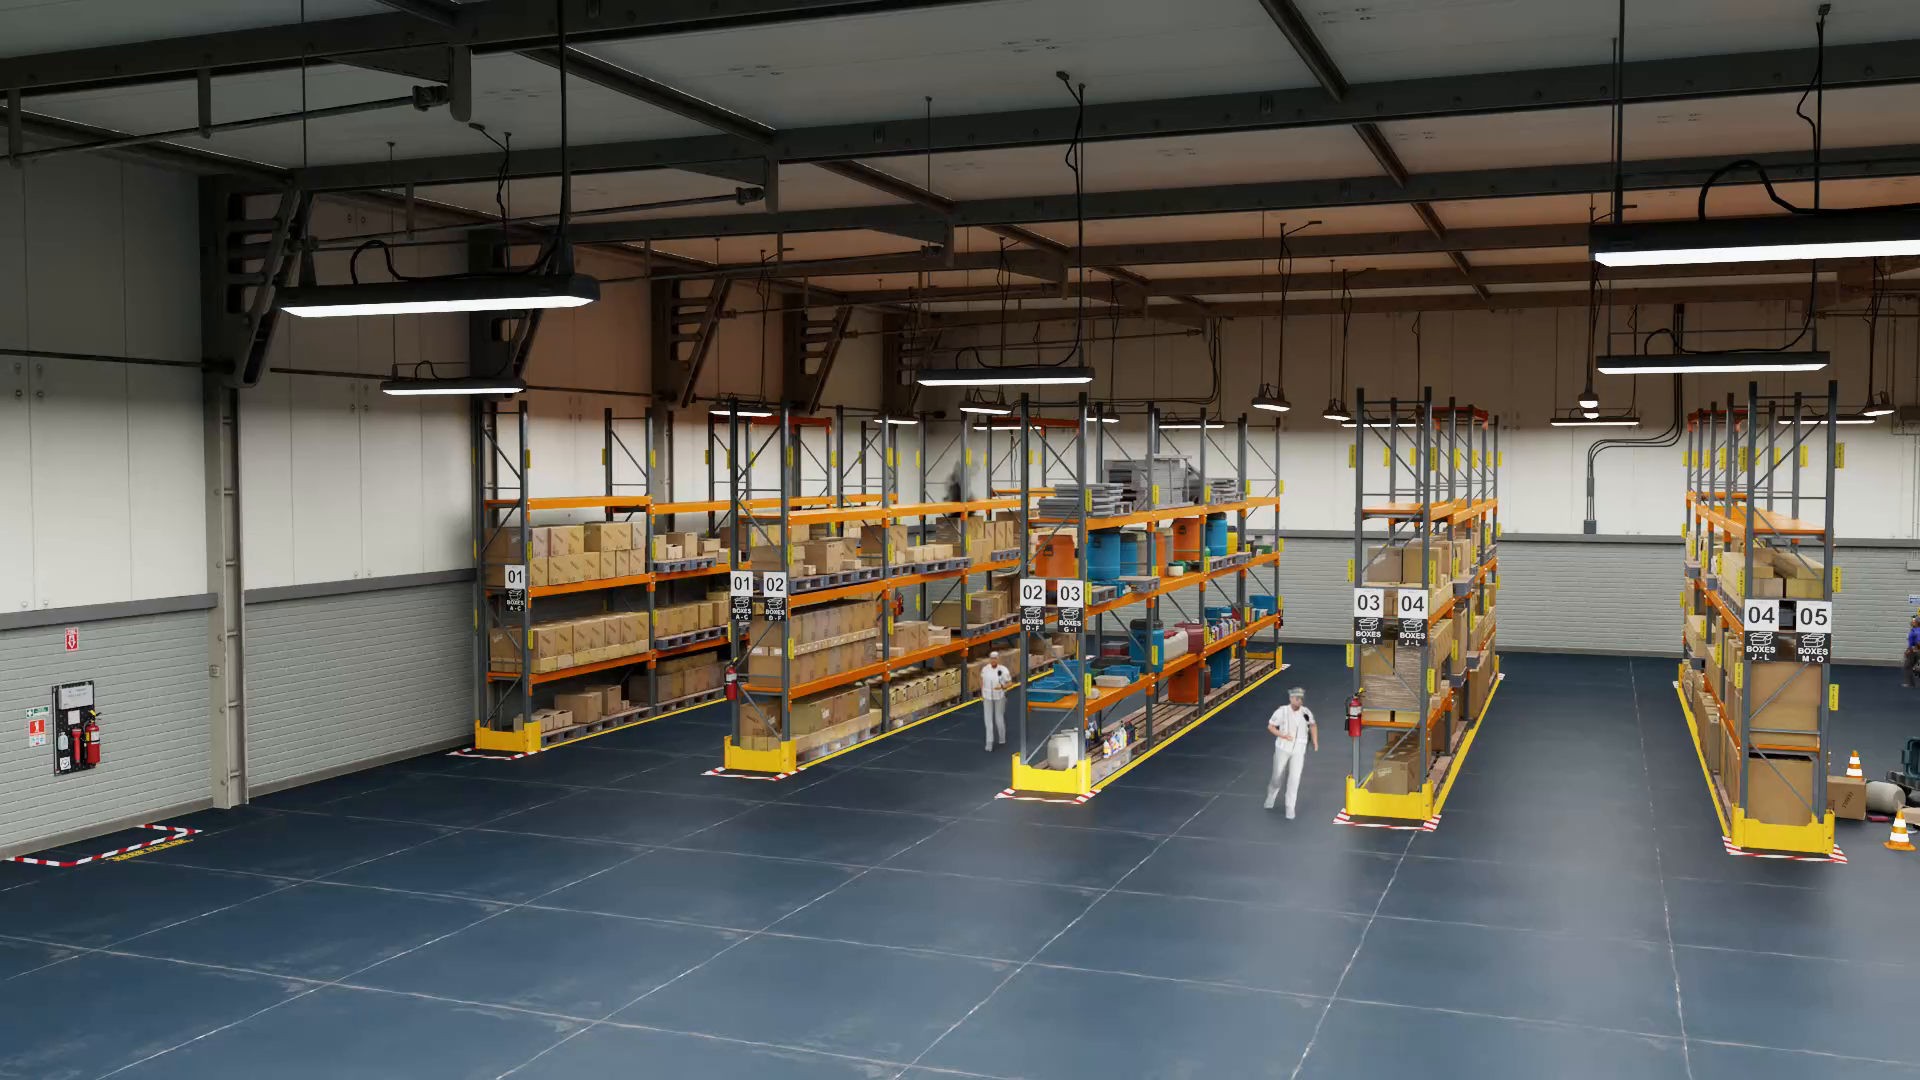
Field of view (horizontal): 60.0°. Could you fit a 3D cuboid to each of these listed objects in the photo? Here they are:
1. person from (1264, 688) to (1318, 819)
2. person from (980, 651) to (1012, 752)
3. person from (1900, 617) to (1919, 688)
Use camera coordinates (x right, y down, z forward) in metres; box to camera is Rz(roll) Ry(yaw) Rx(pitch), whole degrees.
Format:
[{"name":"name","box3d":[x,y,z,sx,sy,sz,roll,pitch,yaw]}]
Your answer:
[{"name":"person","box3d":[4.691,2.963,23.387,0.728,1.764,0.890,0,3,-1]},{"name":"person","box3d":[0.604,2.771,28.821,0.603,1.692,0.781,1,3,12]},{"name":"person","box3d":[20.754,2.455,36.139,0.524,1.579,0.616,1,3,27]}]
